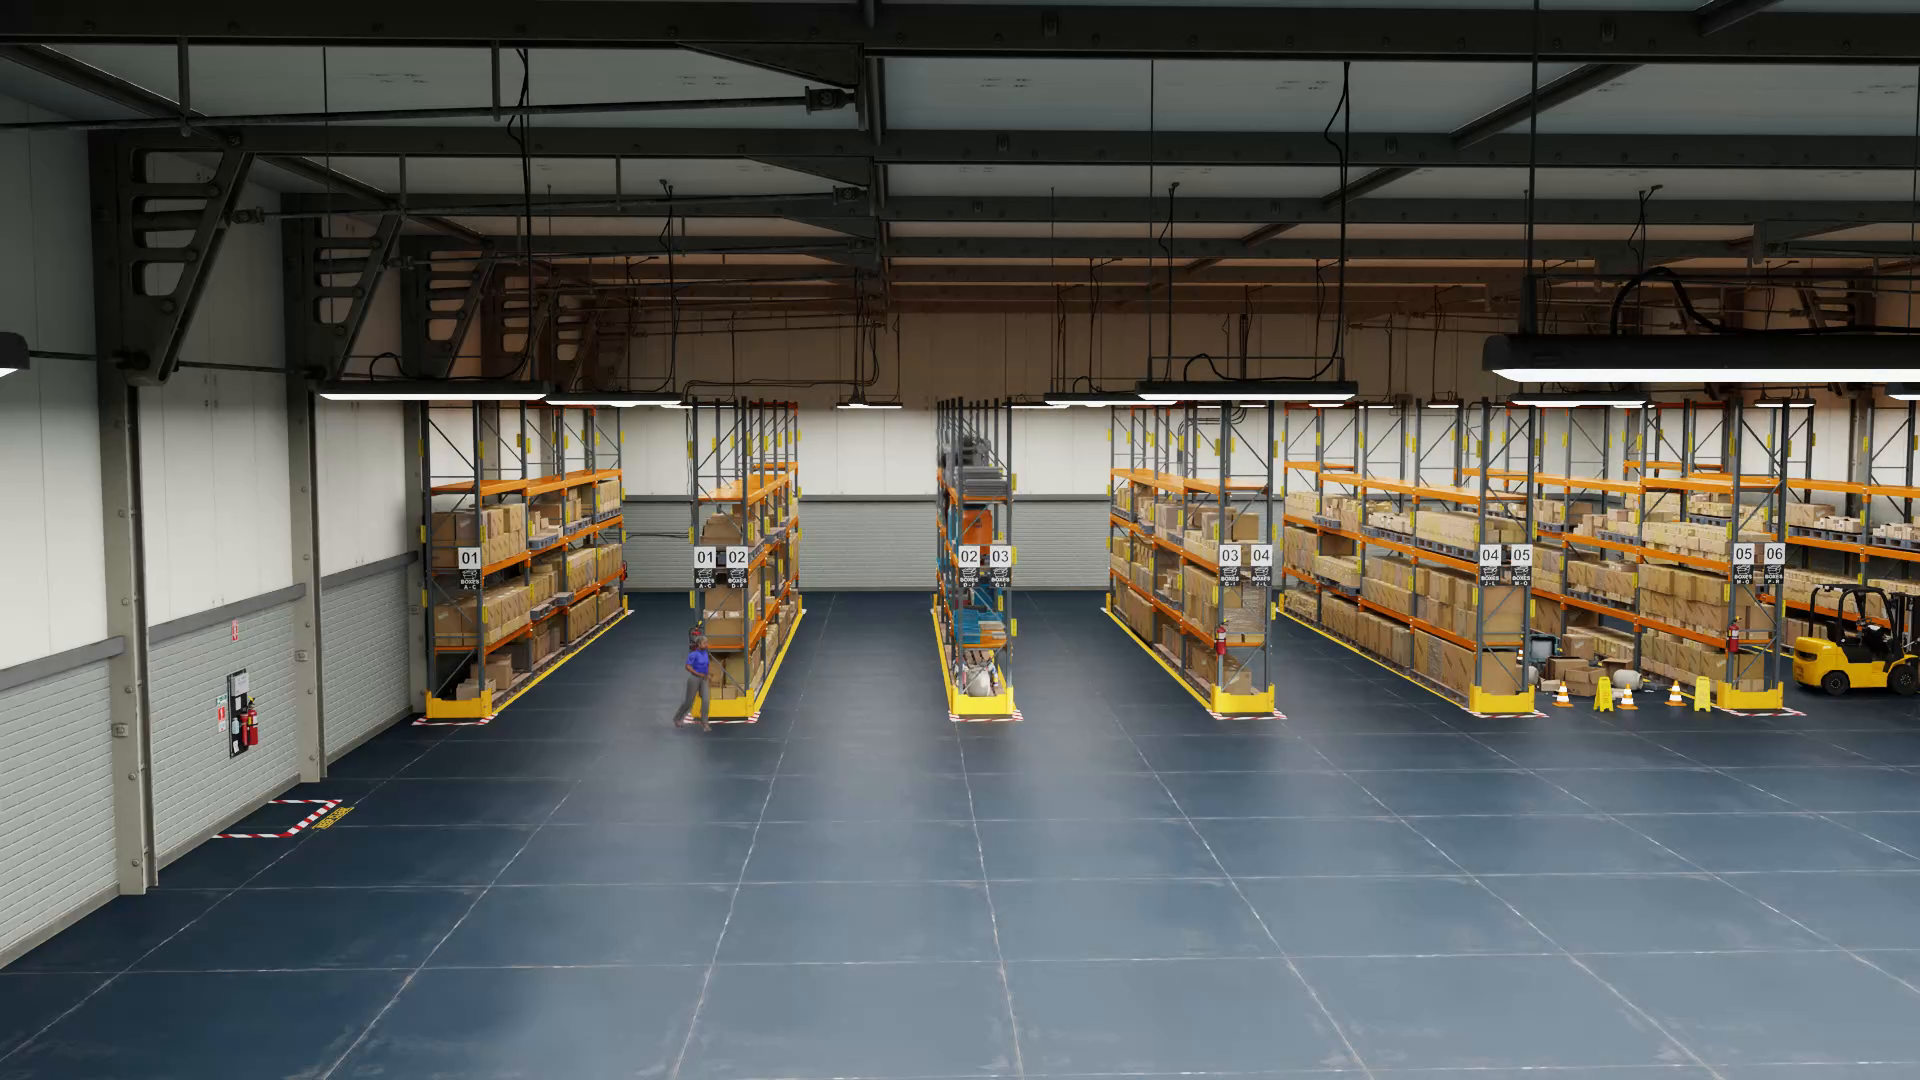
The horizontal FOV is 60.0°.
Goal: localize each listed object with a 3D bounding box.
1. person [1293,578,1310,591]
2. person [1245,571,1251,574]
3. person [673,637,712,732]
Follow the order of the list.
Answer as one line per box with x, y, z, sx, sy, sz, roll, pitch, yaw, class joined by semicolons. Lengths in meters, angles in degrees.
10.042;1.094;49.056;0.875;1.660;0.662;3;5;36;person
8.087;1.202;47.912;0.538;1.674;0.713;-4;6;-39;person
-4.702;2.587;29.950;0.832;1.653;0.657;3;5;35;person
